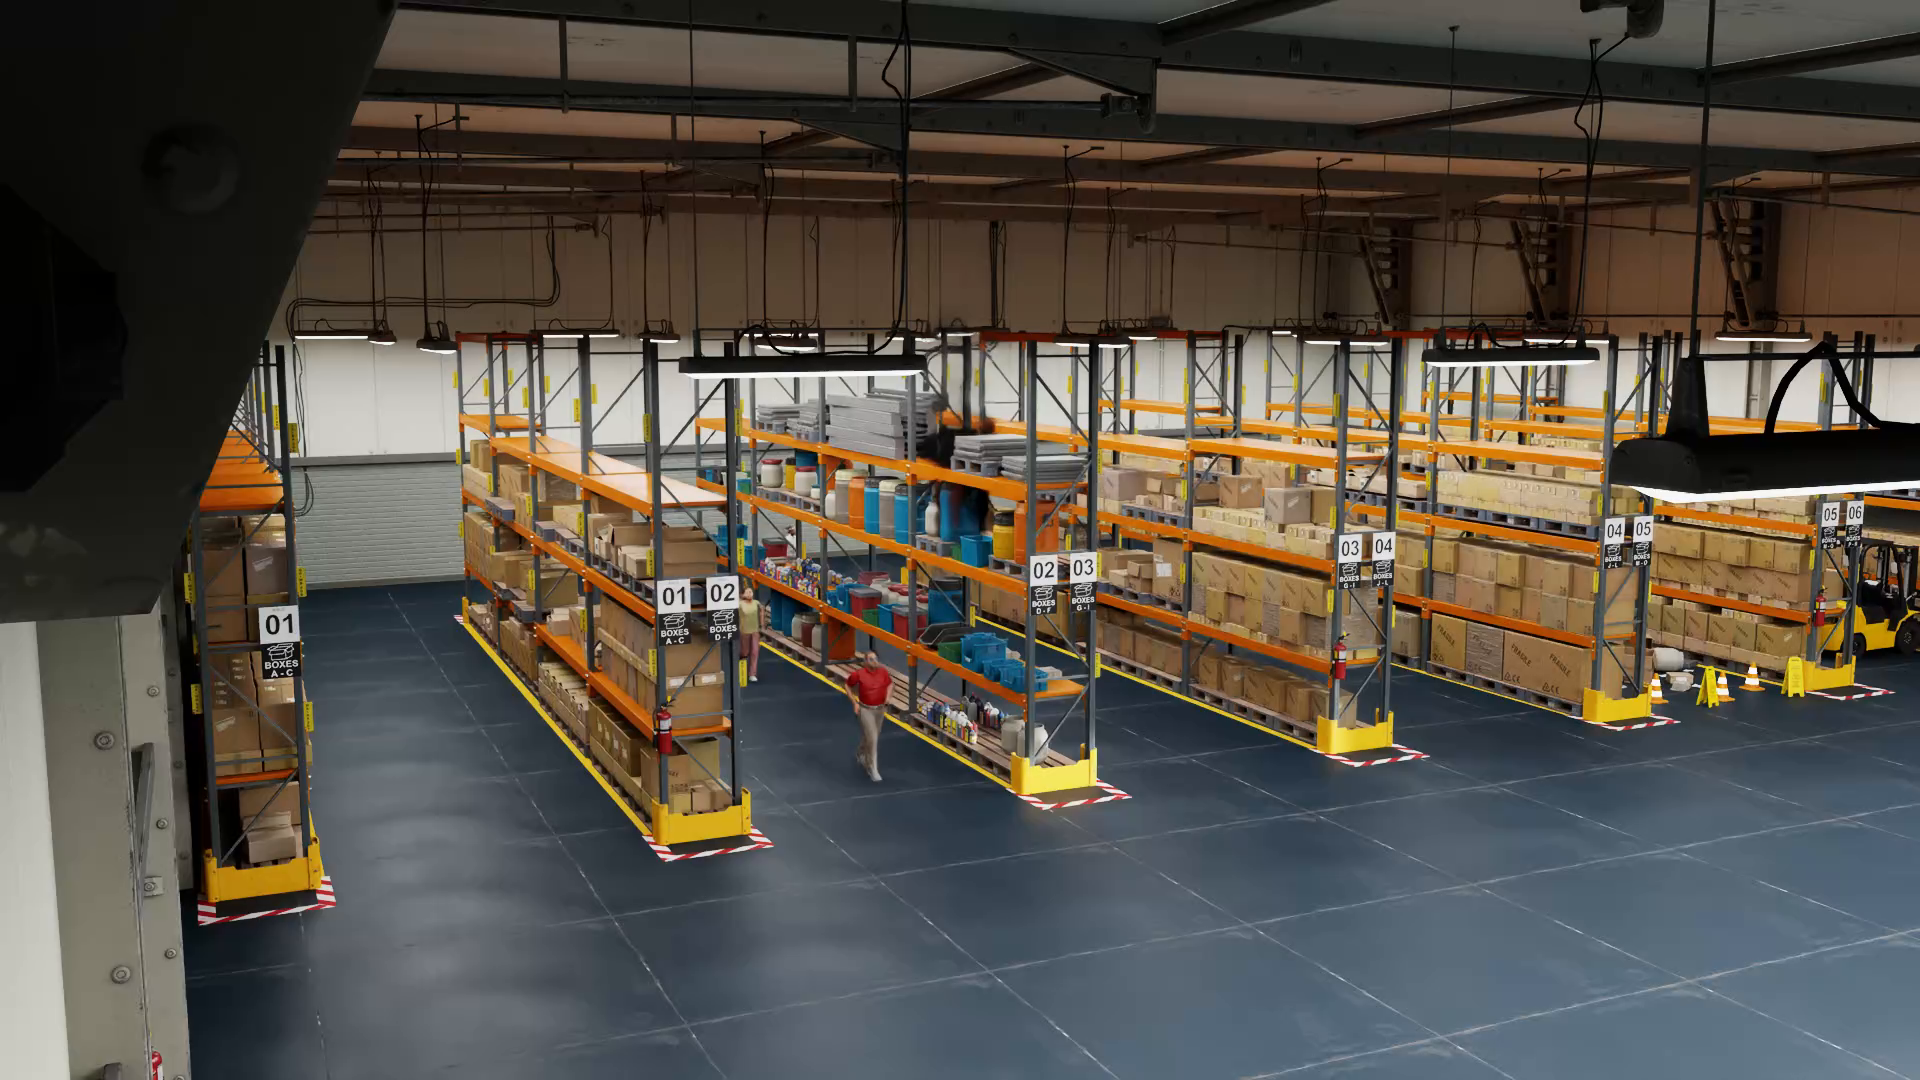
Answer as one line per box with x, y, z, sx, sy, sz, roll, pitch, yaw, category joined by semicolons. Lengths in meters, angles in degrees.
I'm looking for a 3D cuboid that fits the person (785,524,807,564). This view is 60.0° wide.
-3.787;0.462;37.544;0.700;1.713;0.609;2;8;15;person

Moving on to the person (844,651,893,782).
-1.243;2.396;22.982;0.653;1.784;0.830;-5;9;-34;person

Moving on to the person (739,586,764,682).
-3.669;1.618;29.066;0.593;1.639;0.901;-3;8;-20;person
